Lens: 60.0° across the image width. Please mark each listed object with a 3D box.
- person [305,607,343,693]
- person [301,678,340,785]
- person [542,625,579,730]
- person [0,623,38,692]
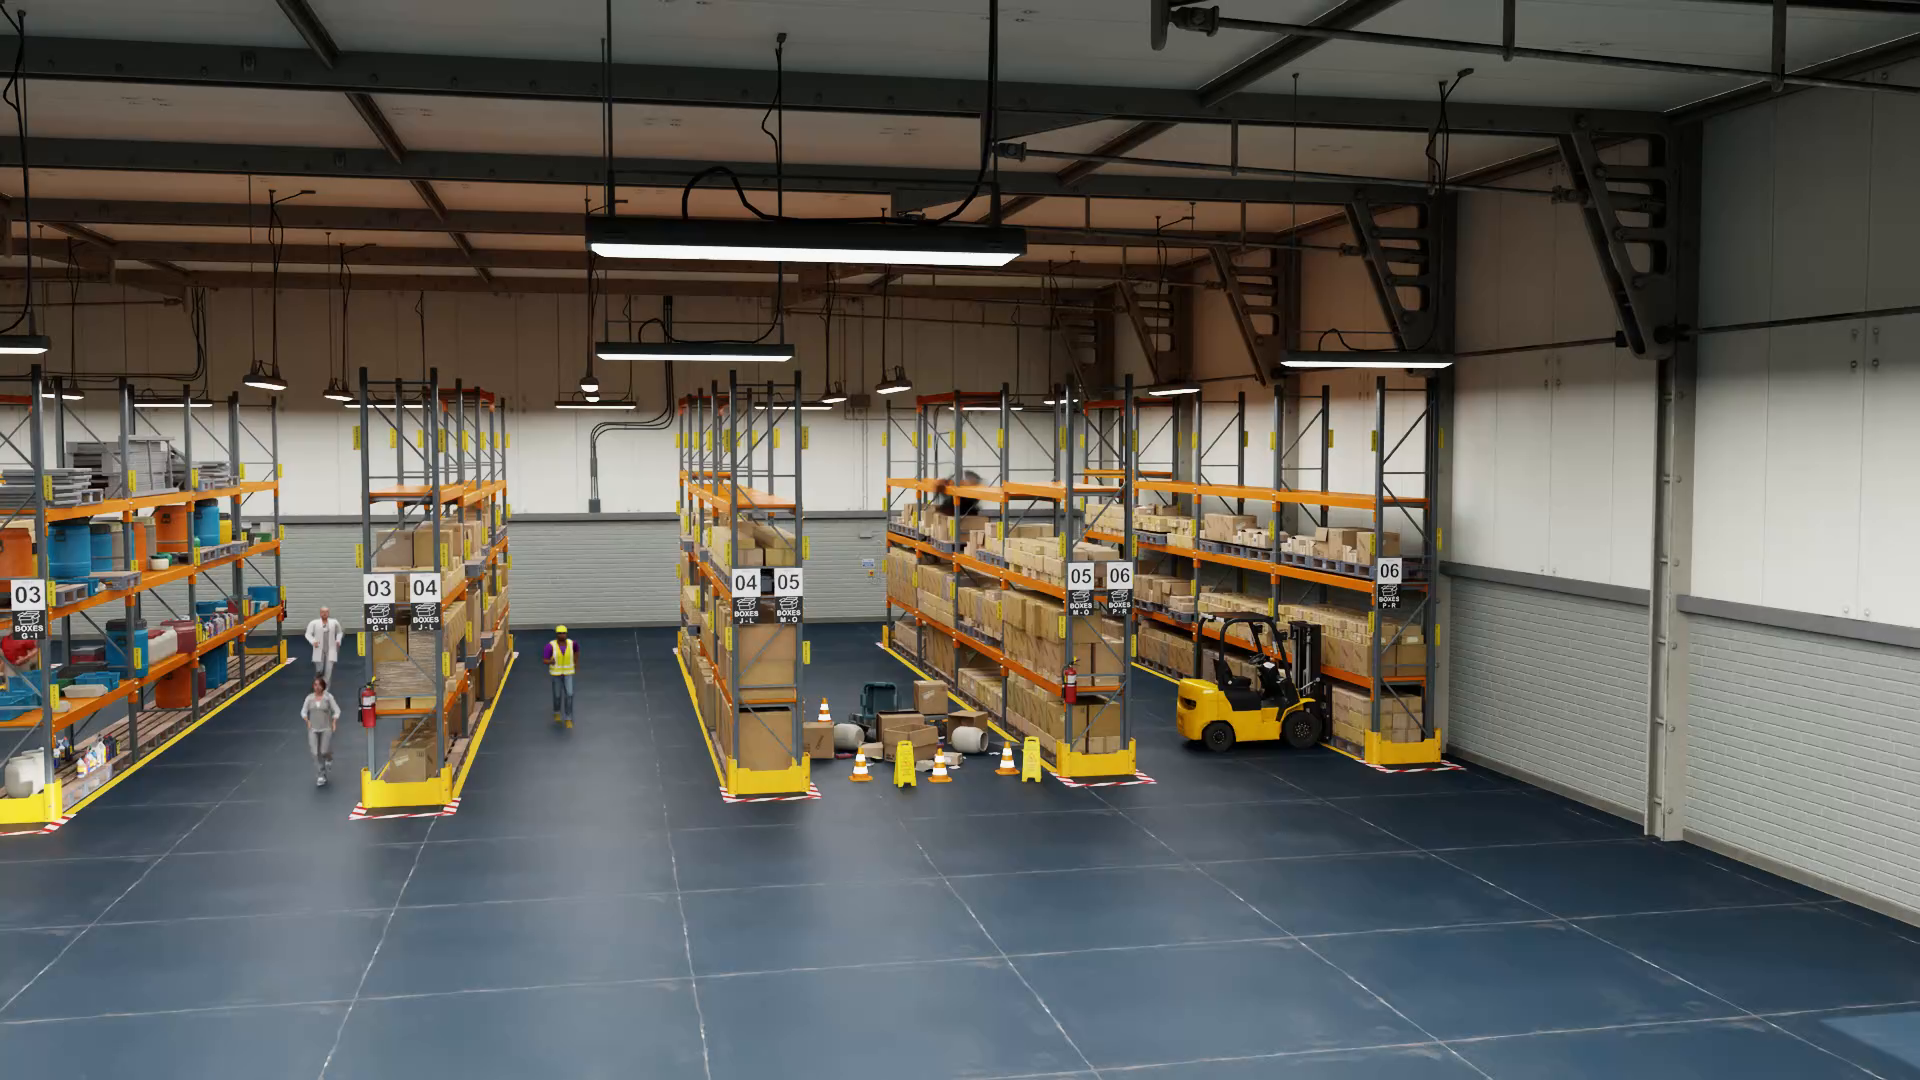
[{"bbox_3d":[-12.547,2.178,32.851,0.702,1.731,0.673,-2,4,-27],"label":"person"},{"bbox_3d":[-9.361,2.788,24.328,0.541,1.559,0.549,-1,3,-12],"label":"person"},{"bbox_3d":[-6.993,2.390,29.162,0.650,1.817,0.843,-1,4,-18],"label":"person"},{"bbox_3d":[-16.962,2.334,29.955,0.653,1.728,0.912,-1,3,-11],"label":"person"}]
